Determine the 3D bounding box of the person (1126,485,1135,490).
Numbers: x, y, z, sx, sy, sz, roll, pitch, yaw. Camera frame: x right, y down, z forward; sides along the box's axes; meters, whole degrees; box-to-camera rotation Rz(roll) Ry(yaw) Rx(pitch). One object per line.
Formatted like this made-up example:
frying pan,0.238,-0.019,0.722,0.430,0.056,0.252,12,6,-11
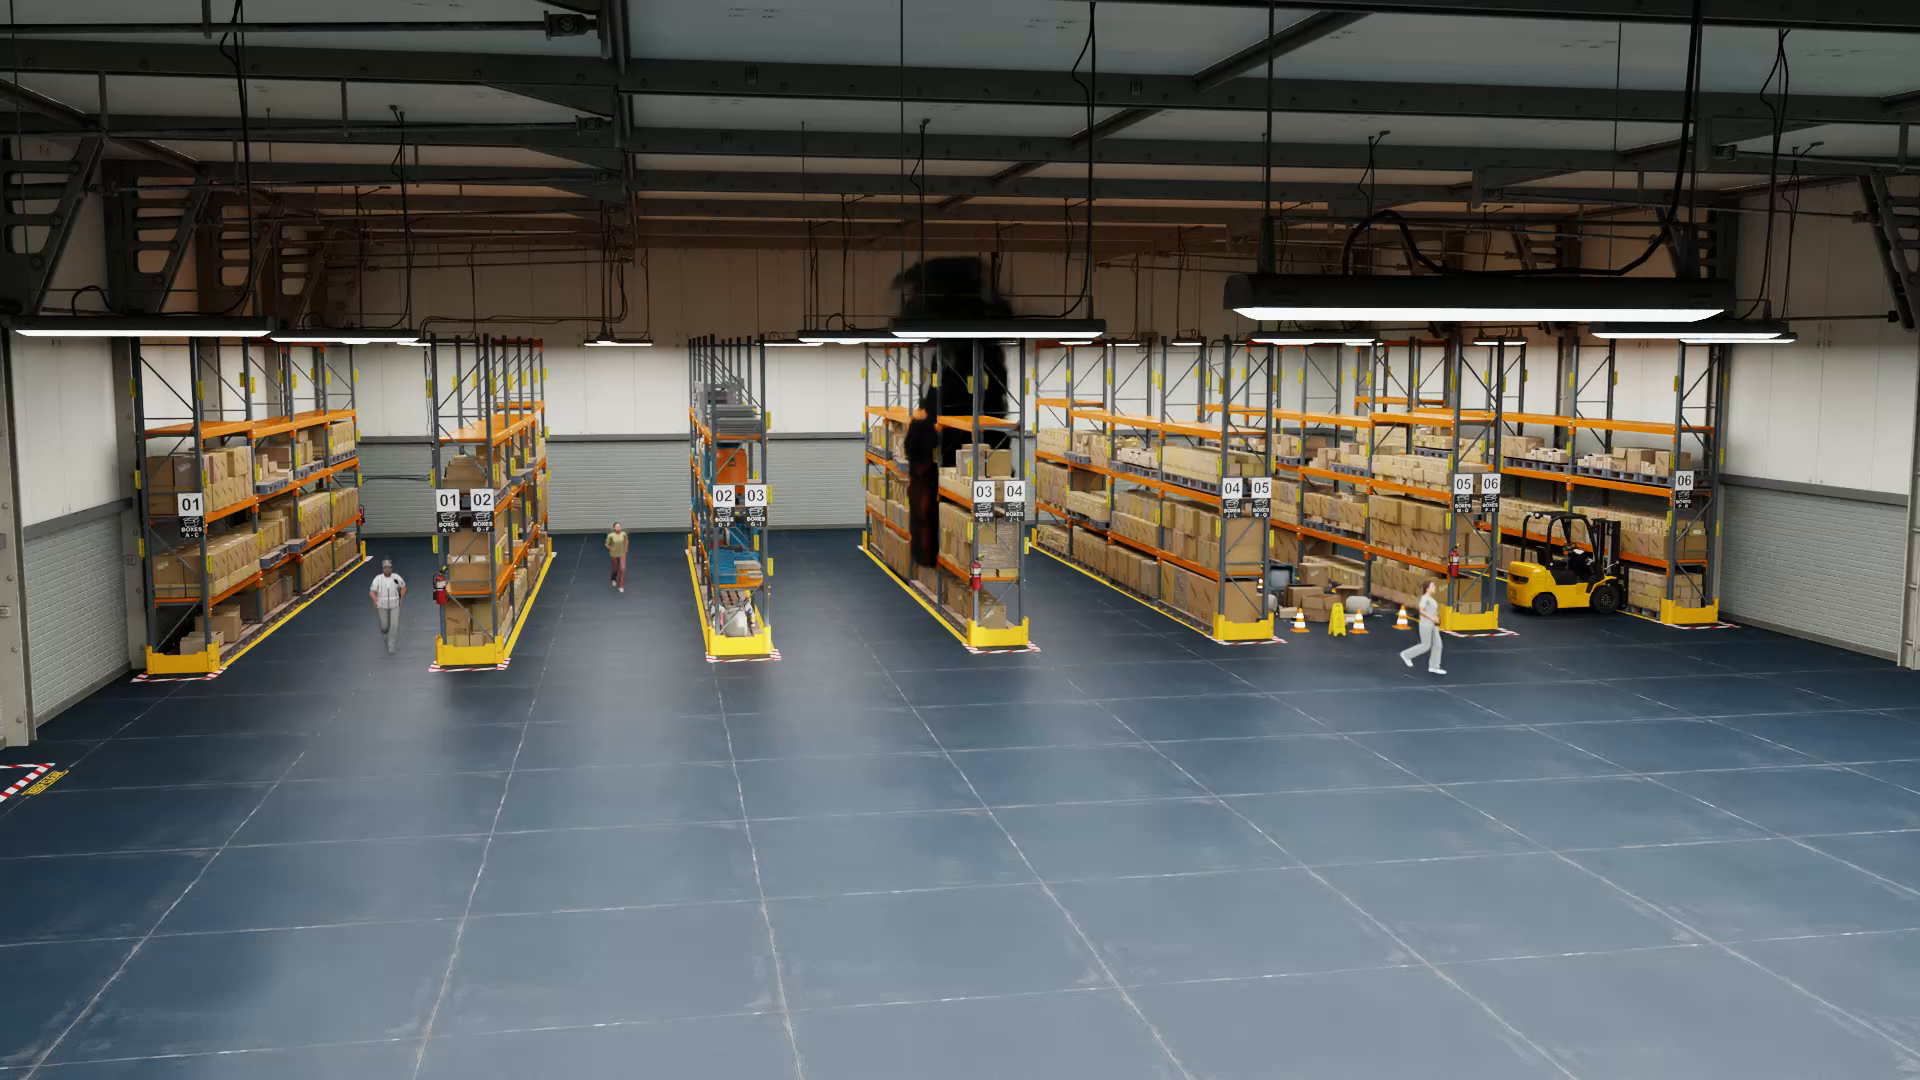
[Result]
person,5.379,-0.878,50.554,0.864,1.596,0.593,-2,7,-16

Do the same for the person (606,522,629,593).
person,-8.125,0.381,39.452,0.564,1.656,0.933,-2,7,-20

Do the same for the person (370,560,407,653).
person,-10.869,1.242,31.659,0.663,1.757,0.752,-3,7,-21

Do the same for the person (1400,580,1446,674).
person,8.255,1.532,29.532,0.823,1.658,0.572,4,8,33
